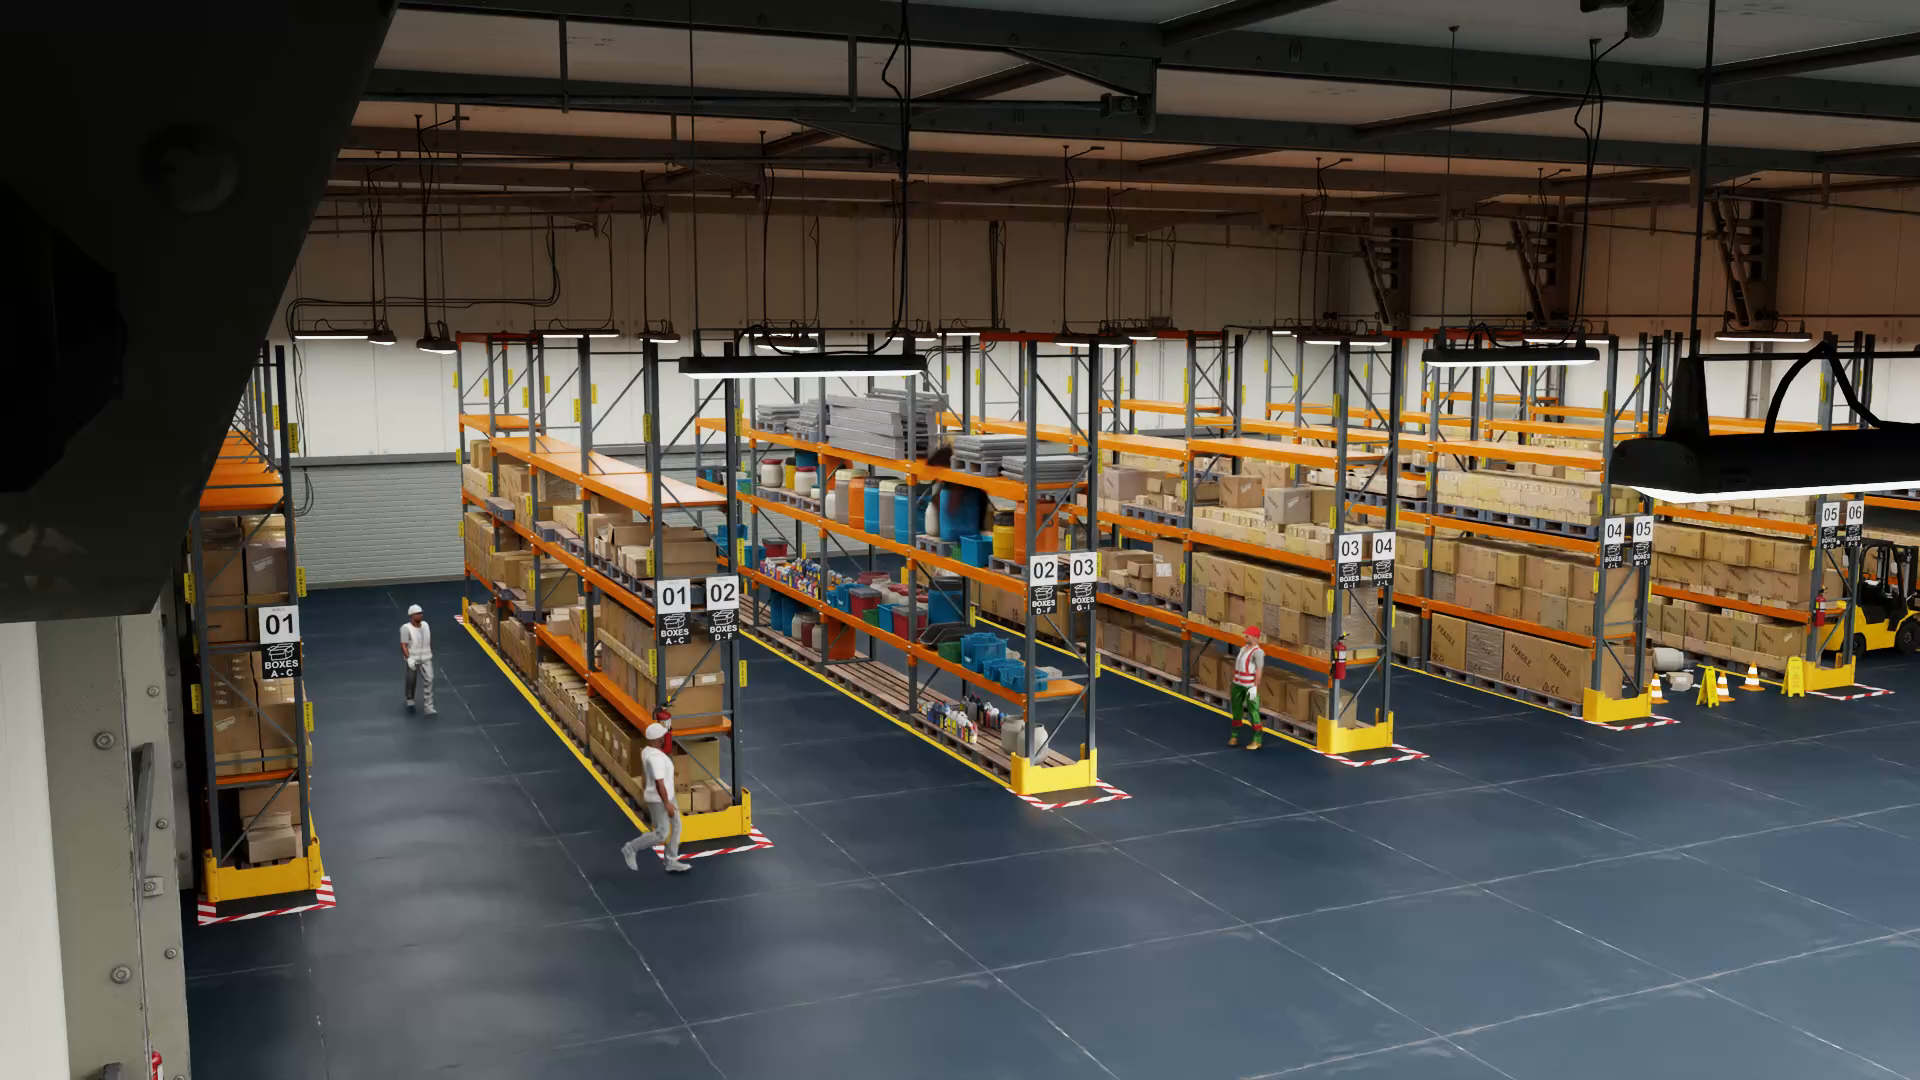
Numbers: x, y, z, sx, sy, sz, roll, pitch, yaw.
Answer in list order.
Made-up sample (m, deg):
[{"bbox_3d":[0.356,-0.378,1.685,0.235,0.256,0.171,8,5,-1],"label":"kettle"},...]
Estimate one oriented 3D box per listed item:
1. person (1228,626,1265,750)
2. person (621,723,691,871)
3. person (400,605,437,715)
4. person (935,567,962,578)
[{"bbox_3d":[4.192,2.142,24.441,0.470,1.784,0.615,-6,10,-39],"label":"person"},{"bbox_3d":[-3.462,2.929,18.917,0.759,1.741,0.587,1,8,6],"label":"person"},{"bbox_3d":[-8.645,1.902,26.513,0.537,1.737,1.058,-4,9,-28],"label":"person"},{"bbox_3d":[-0.184,0.934,33.632,0.554,1.720,1.060,-4,9,-25],"label":"person"}]
